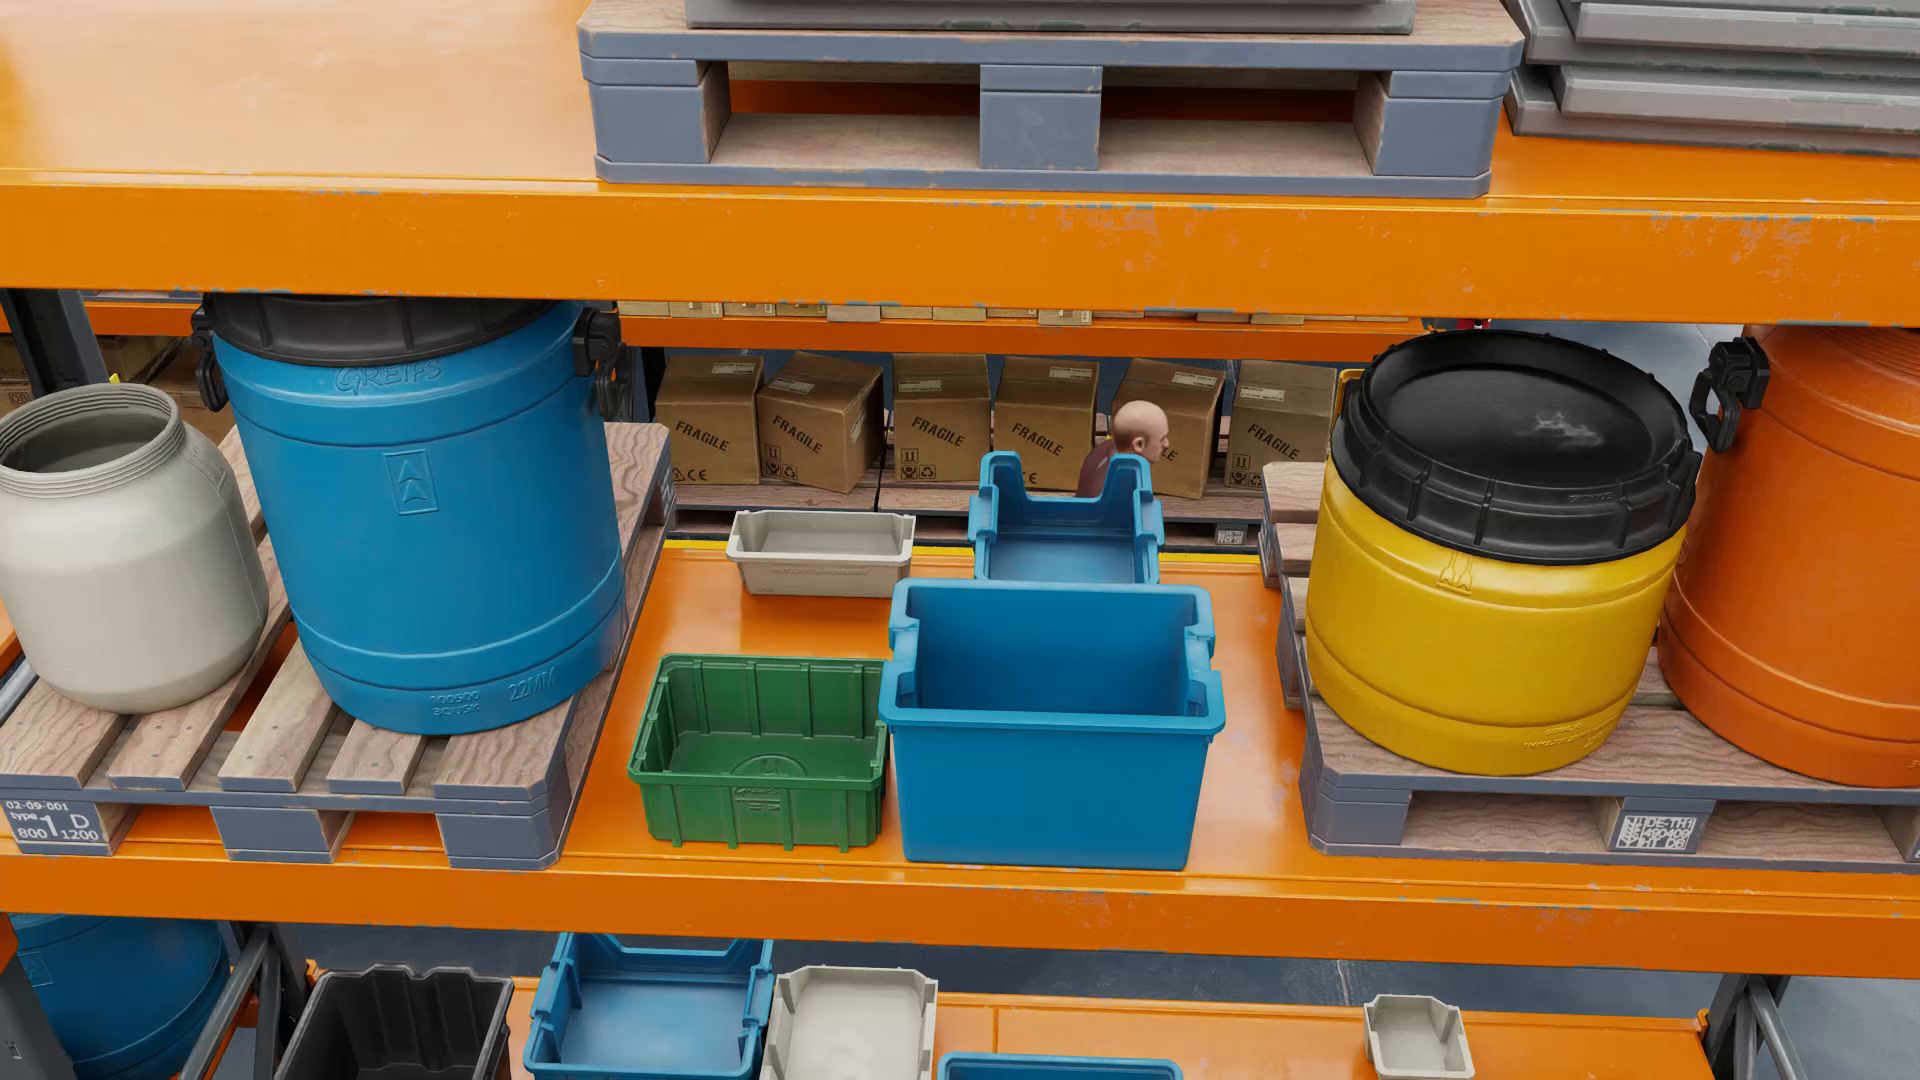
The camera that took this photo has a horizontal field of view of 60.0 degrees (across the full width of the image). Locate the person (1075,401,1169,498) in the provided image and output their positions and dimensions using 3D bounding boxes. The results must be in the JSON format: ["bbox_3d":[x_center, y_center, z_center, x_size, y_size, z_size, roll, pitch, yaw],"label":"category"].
[{"bbox_3d":[0.637,0.231,6.834,0.417,1.740,0.652,1,35,1],"label":"person"}]
